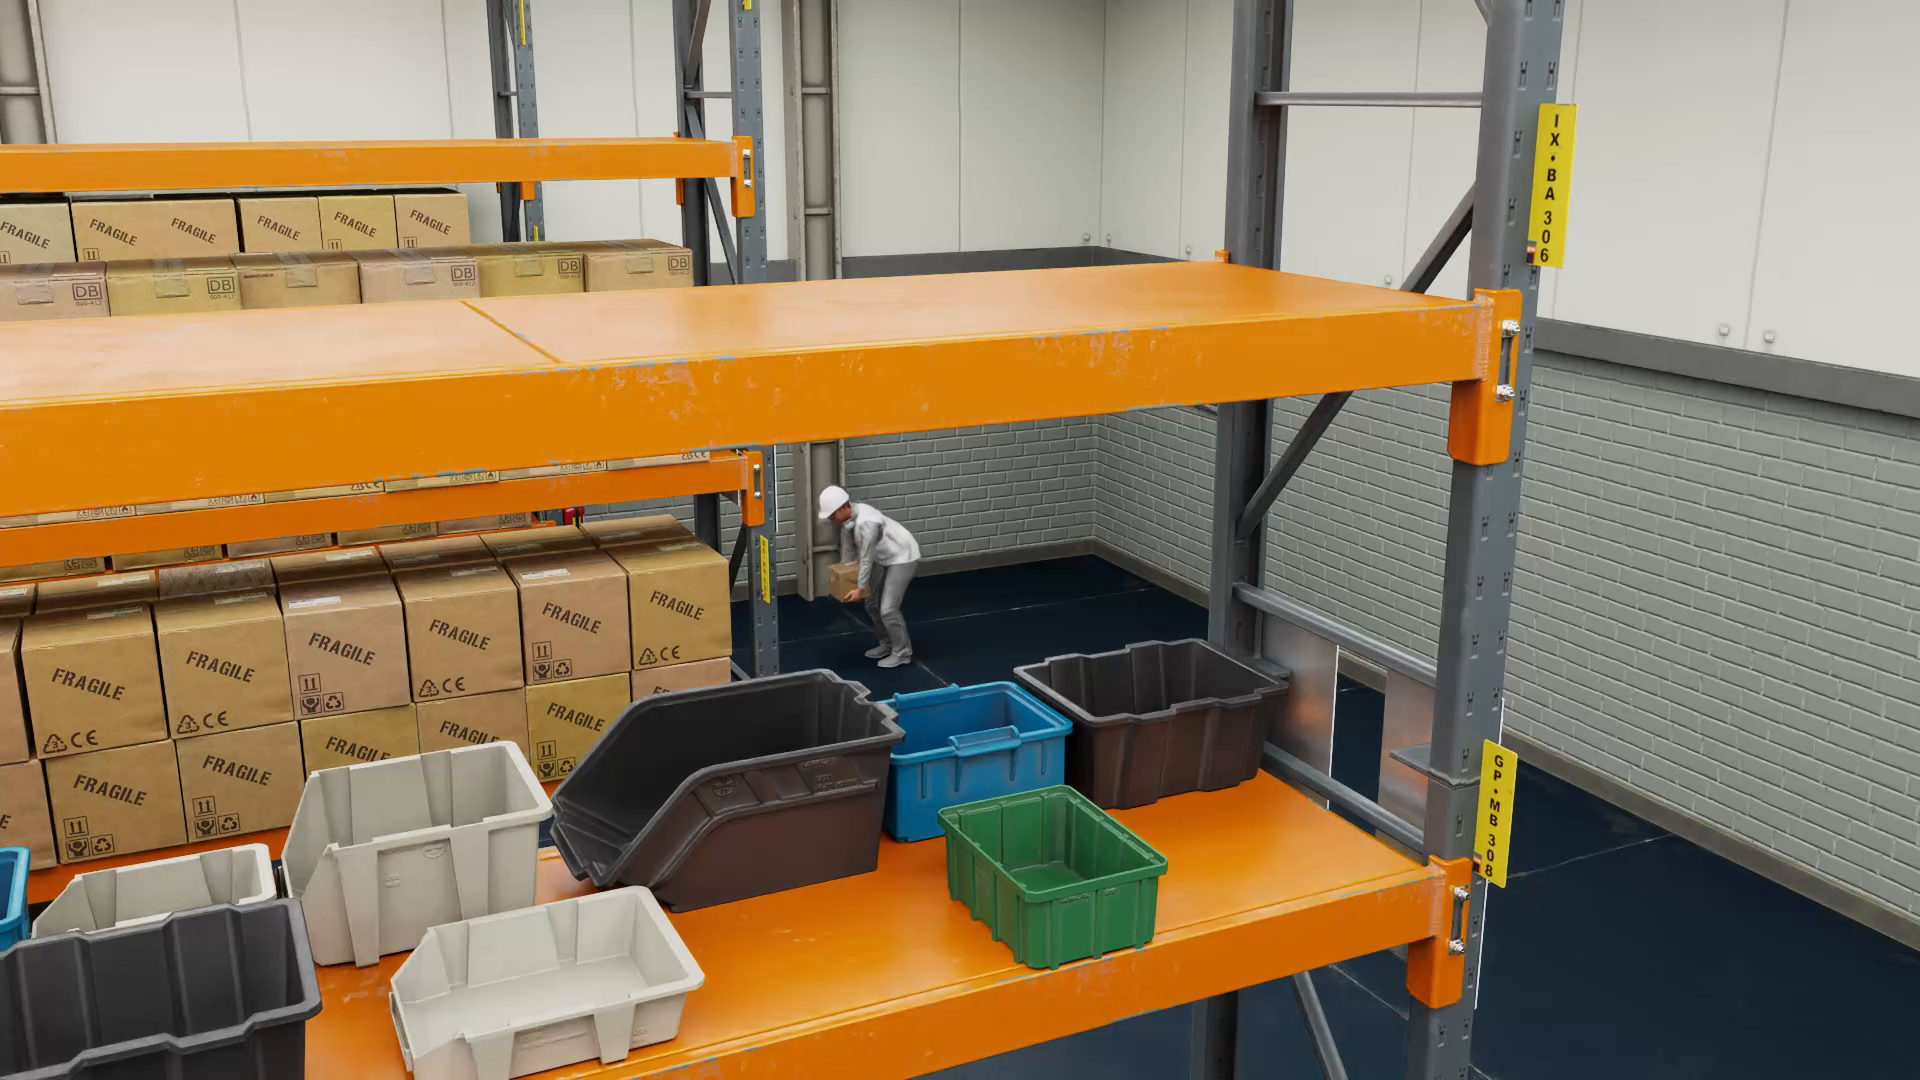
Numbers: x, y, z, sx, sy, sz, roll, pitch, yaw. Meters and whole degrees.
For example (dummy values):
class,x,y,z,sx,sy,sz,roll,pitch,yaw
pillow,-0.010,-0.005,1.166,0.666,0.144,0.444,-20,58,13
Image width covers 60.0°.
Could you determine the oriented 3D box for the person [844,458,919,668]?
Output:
class,x,y,z,sx,sy,sz,roll,pitch,yaw
person,-0.643,0.174,13.430,0.606,1.723,0.480,-8,17,-26
